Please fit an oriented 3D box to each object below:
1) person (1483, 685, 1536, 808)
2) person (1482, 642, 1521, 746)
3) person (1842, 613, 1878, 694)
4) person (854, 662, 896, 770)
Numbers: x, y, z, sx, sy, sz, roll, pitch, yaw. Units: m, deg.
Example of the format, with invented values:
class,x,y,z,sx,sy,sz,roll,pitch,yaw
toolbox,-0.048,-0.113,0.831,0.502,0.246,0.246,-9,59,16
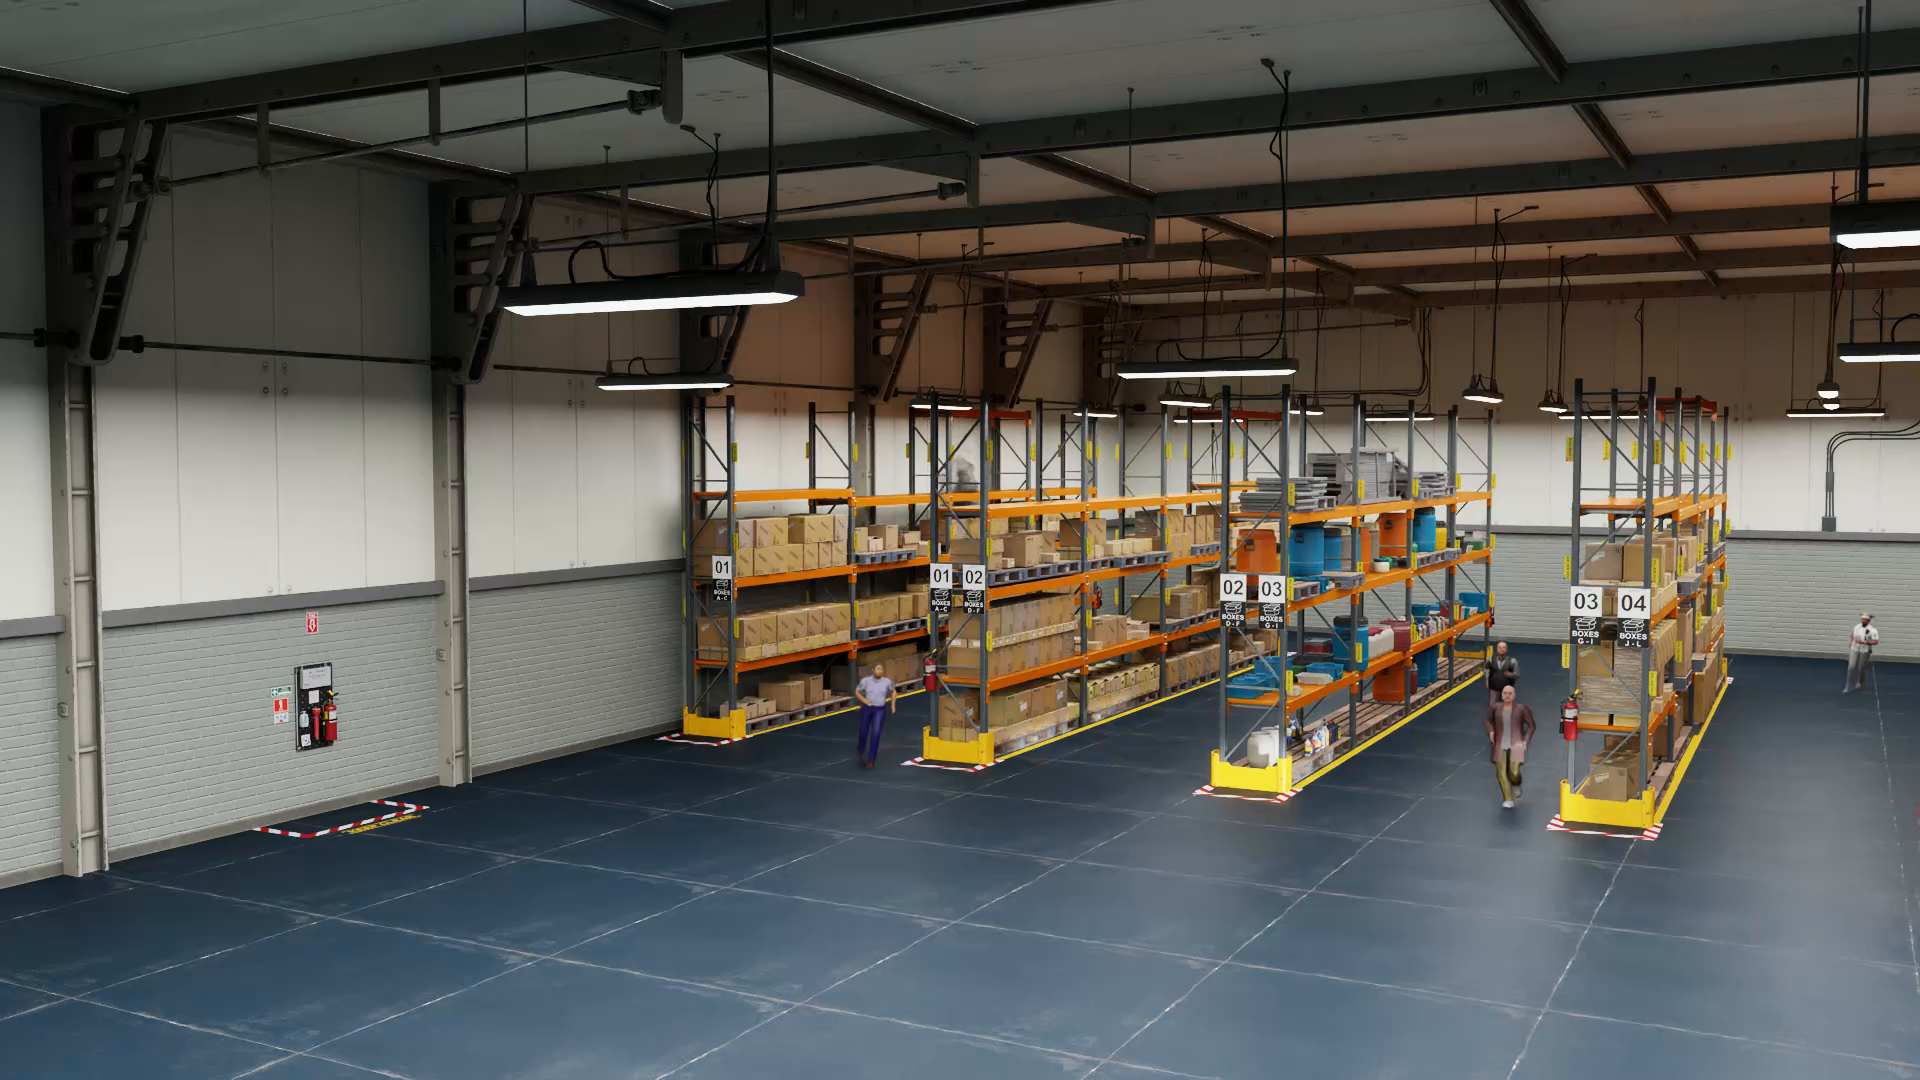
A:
class,x,y,z,sx,sy,sz,roll,pitch,yaw
person,7.713,2.907,23.398,0.714,1.734,0.661,2,3,30
person,9.291,2.641,28.556,0.639,1.780,0.731,1,3,19
person,18.828,2.358,34.635,0.843,1.724,0.583,-3,4,-44
person,-1.359,2.776,26.538,0.679,1.661,0.840,0,3,-3
